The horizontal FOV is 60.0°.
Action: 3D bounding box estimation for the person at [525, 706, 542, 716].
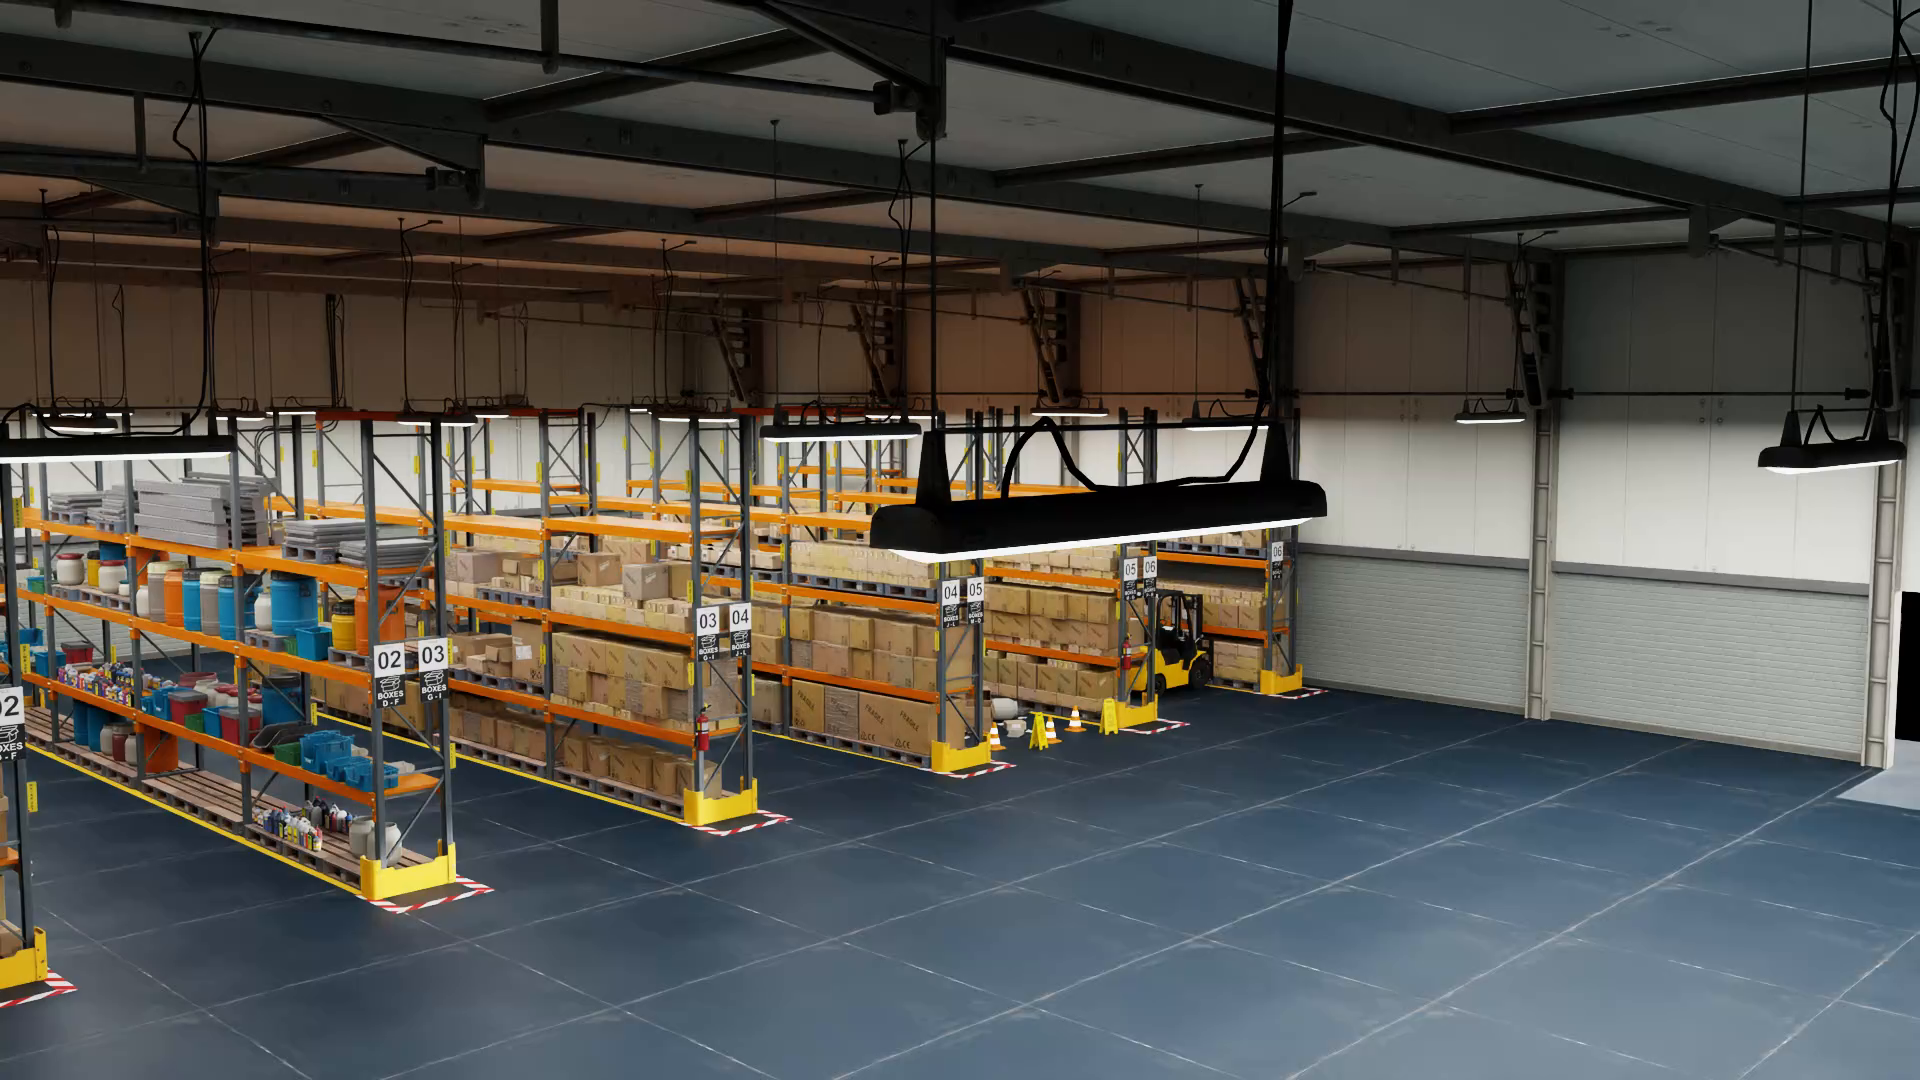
[{"bbox_3d":[-8.034,2.712,31.404,0.465,1.704,0.409,5,7,44],"label":"person"}]
